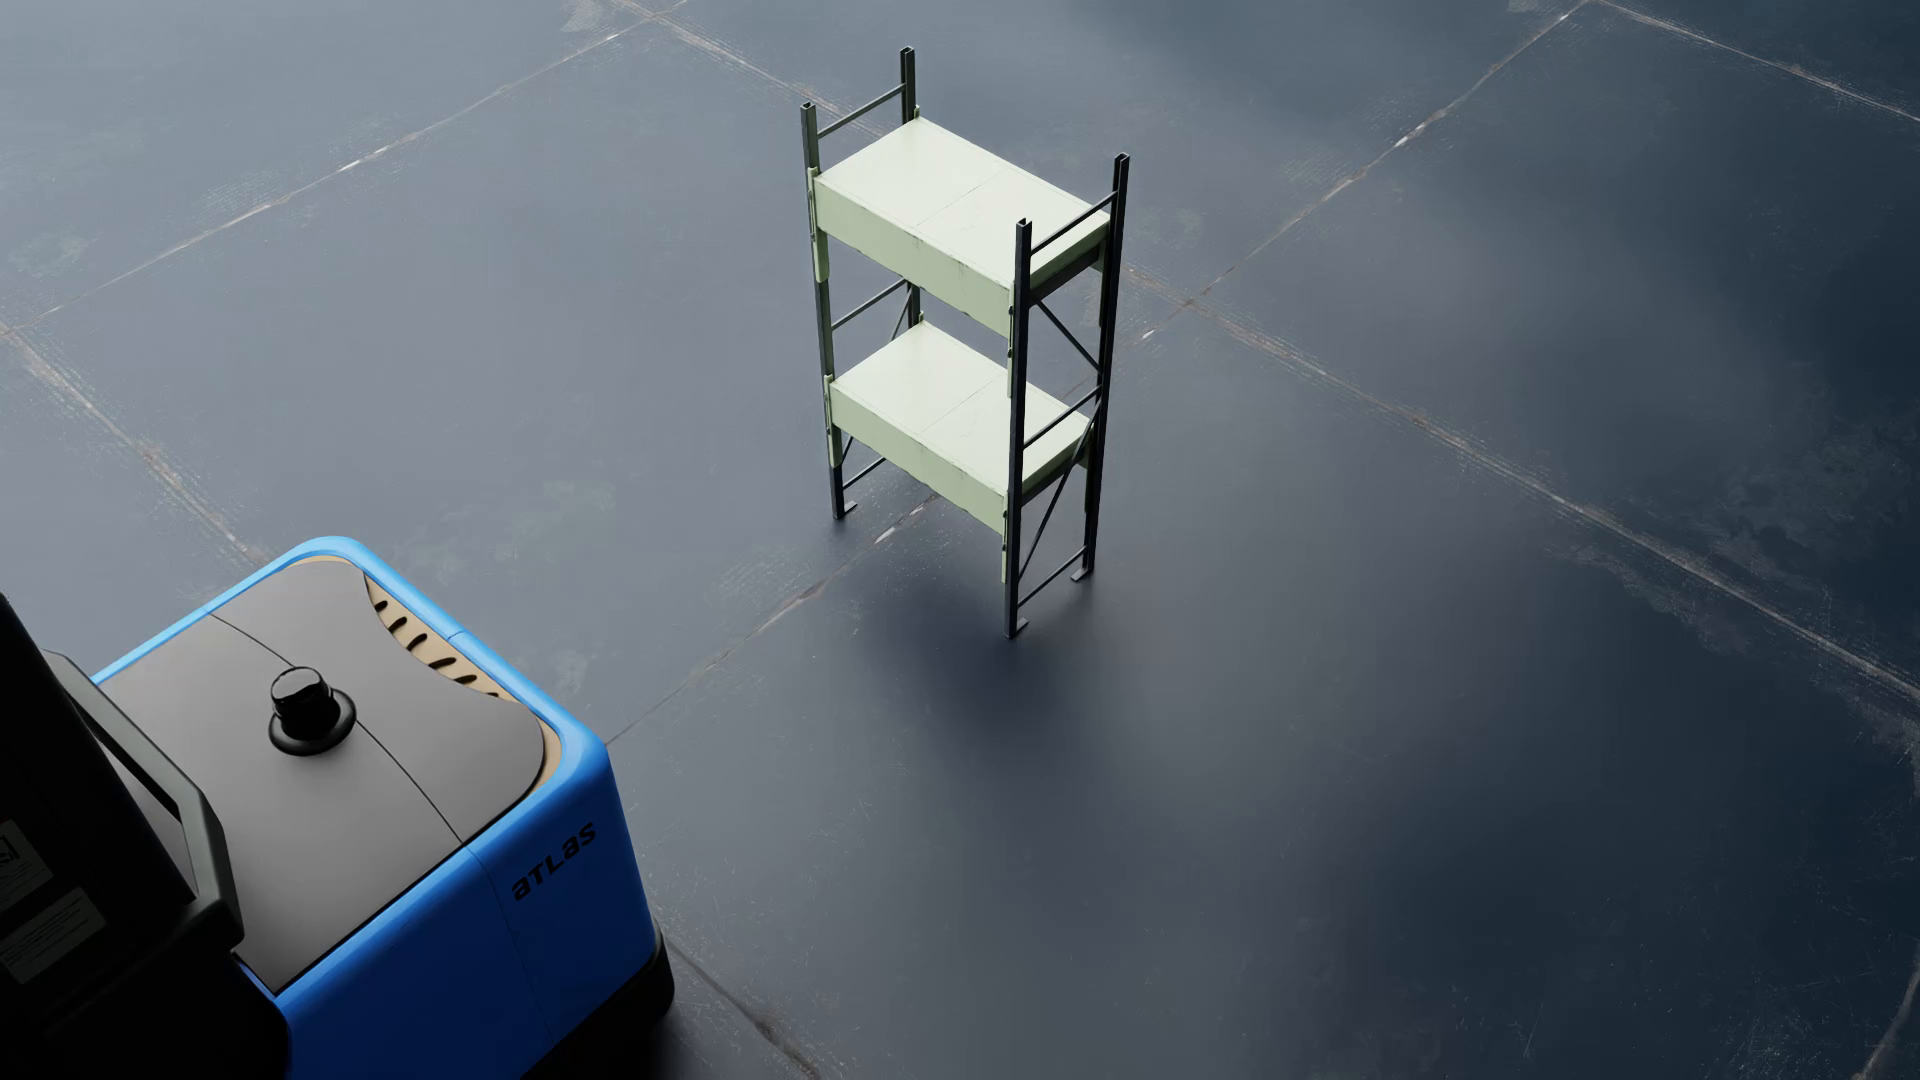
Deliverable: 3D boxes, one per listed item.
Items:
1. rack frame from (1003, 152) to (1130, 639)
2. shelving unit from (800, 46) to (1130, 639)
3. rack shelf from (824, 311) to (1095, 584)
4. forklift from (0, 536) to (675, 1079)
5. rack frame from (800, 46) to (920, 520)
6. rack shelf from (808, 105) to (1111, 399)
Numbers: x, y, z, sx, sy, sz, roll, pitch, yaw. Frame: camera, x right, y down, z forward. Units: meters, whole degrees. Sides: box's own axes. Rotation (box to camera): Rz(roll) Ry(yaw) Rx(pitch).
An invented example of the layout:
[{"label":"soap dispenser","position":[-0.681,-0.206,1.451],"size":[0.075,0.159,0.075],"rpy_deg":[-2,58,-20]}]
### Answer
[{"label":"rack frame","position":[0.274,-0.329,4.530],"size":[0.023,1.500,0.400],"rpy_deg":[34,55,28]},{"label":"shelving unit","position":[0.005,-0.510,4.700],"size":[0.755,1.500,0.431],"rpy_deg":[34,55,28]},{"label":"rack shelf","position":[0.005,-0.287,4.938],"size":[0.720,0.370,0.431],"rpy_deg":[34,55,28]},{"label":"forklift","position":[-2.053,0.736,2.548],"size":[1.130,2.935,3.031],"rpy_deg":[33,55,27]},{"label":"rack frame","position":[-0.264,-0.691,4.870],"size":[0.023,1.500,0.400],"rpy_deg":[34,55,28]},{"label":"rack shelf","position":[0.005,-0.777,4.416],"size":[0.720,0.370,0.431],"rpy_deg":[34,55,28]}]
